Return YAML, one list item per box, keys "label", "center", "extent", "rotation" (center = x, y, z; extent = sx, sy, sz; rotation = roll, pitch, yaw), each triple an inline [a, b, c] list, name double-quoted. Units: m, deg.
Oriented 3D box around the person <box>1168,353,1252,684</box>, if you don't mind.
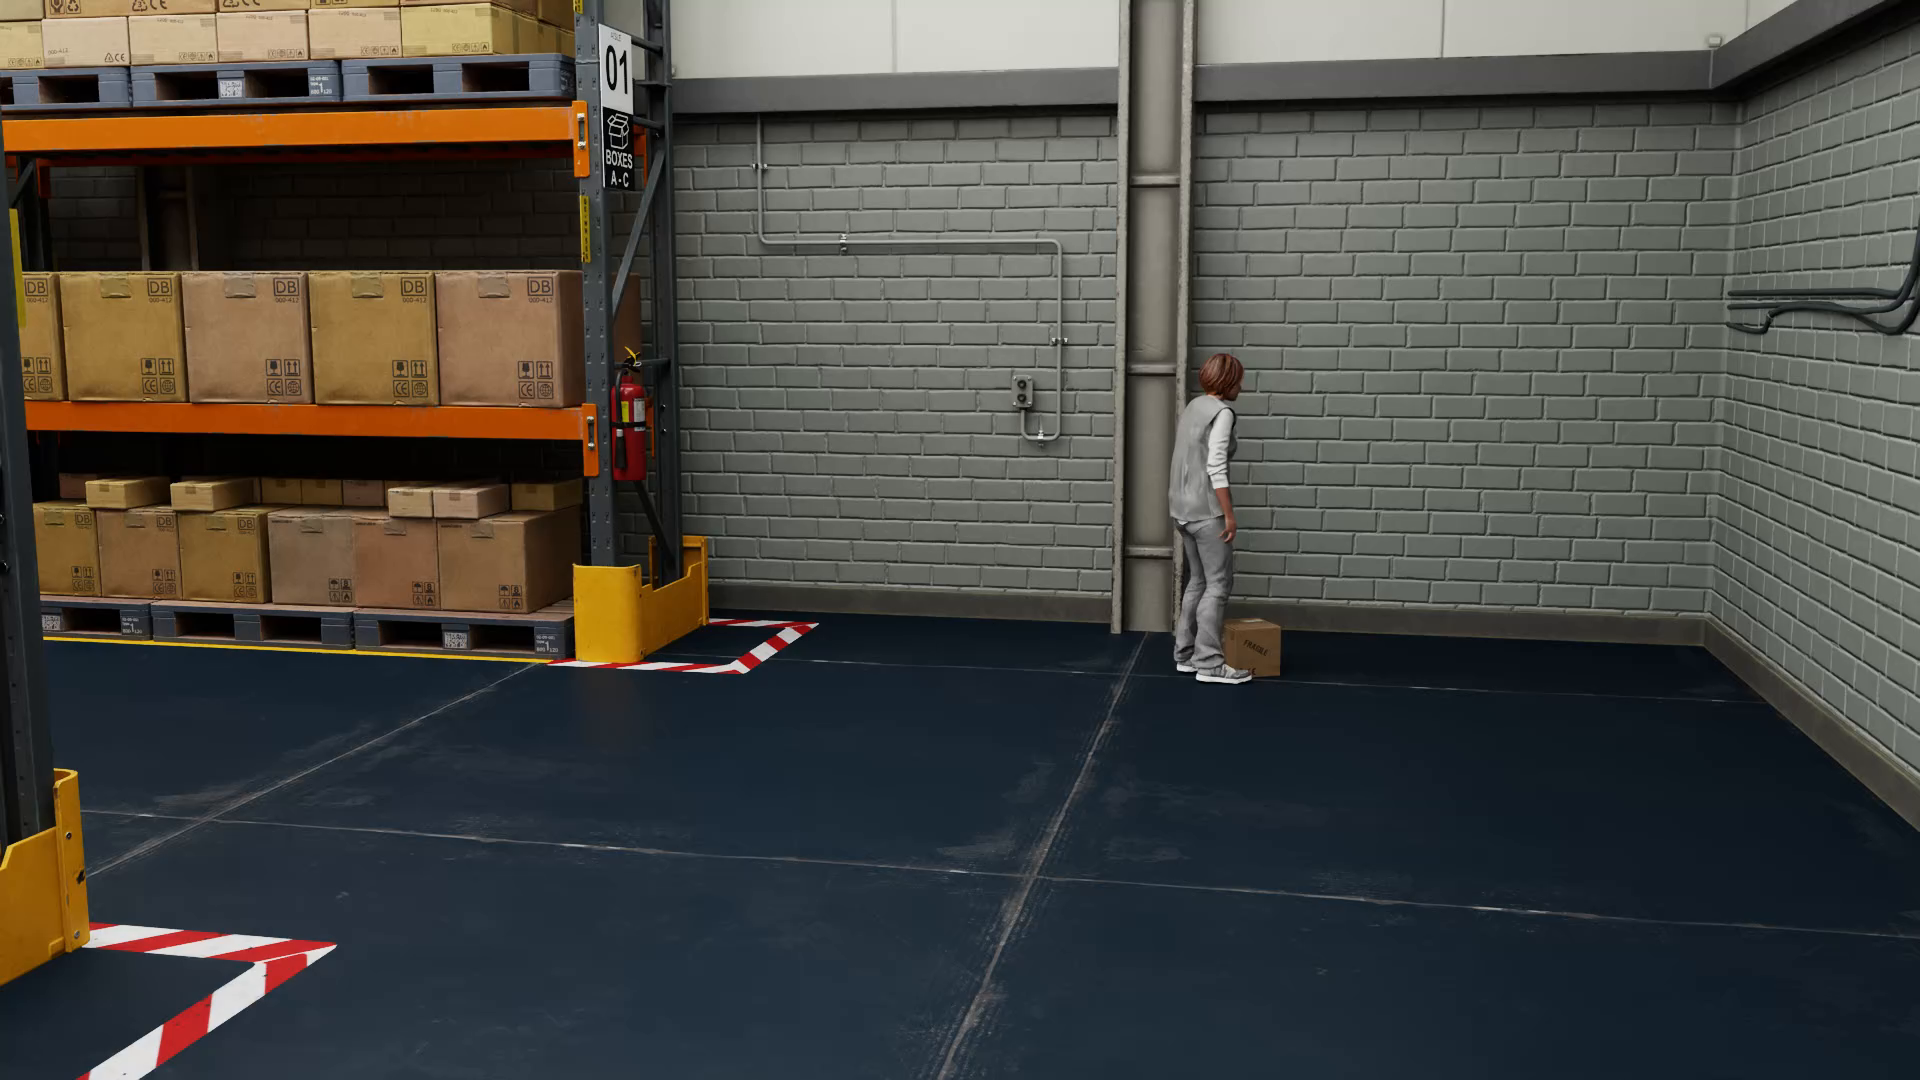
- label: "person"
  center: [1.215, -0.092, 8.154]
  extent: [0.349, 1.550, 0.467]
  rotation: [-2, 8, -15]
